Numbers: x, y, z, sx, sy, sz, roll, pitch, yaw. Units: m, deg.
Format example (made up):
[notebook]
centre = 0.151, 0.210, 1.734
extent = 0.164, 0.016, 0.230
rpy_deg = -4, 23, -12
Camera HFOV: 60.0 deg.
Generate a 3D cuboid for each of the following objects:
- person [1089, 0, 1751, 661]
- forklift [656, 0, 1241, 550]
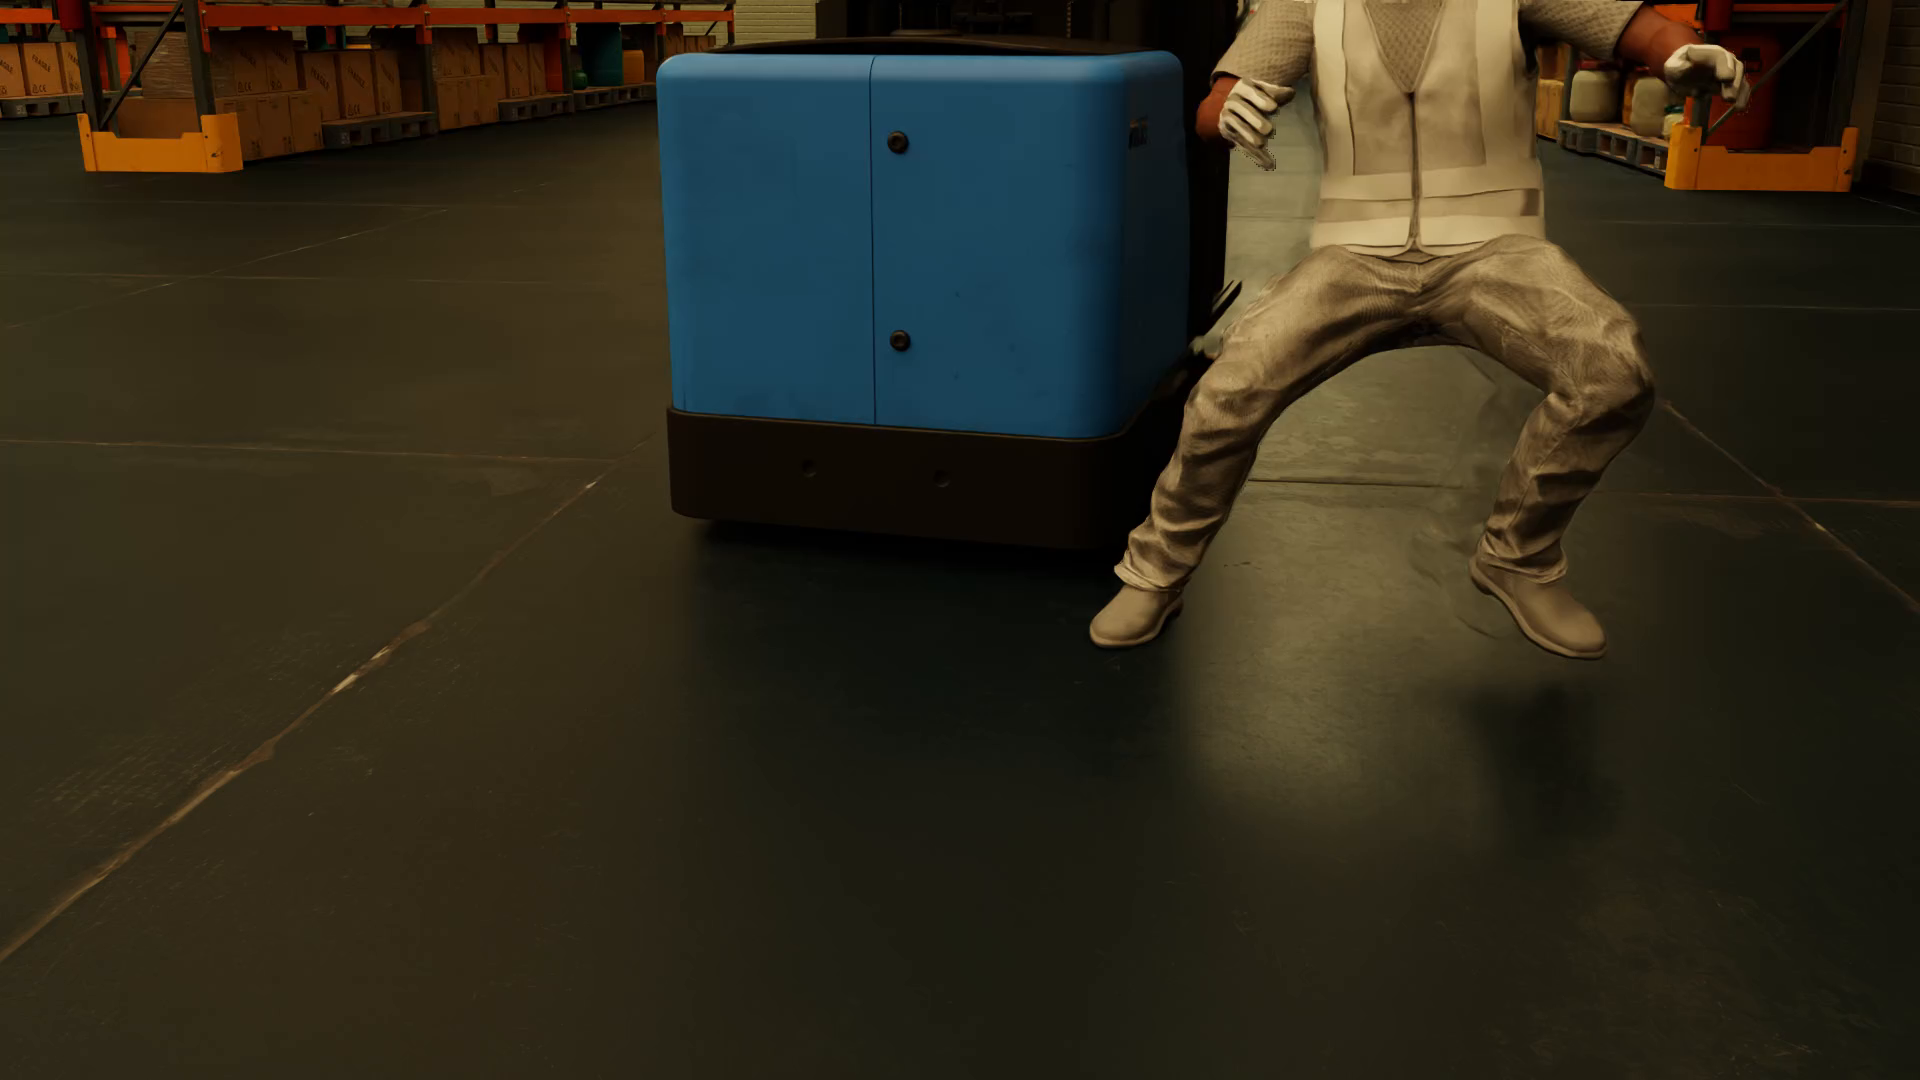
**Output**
[person]
centre = 0.779, -0.526, 2.945
extent = 1.043, 1.543, 0.788
rpy_deg = 7, 19, 20
[forklift]
centre = 0.232, -1.780, 4.598
extent = 1.130, 2.935, 3.031
rpy_deg = 5, 18, 15
